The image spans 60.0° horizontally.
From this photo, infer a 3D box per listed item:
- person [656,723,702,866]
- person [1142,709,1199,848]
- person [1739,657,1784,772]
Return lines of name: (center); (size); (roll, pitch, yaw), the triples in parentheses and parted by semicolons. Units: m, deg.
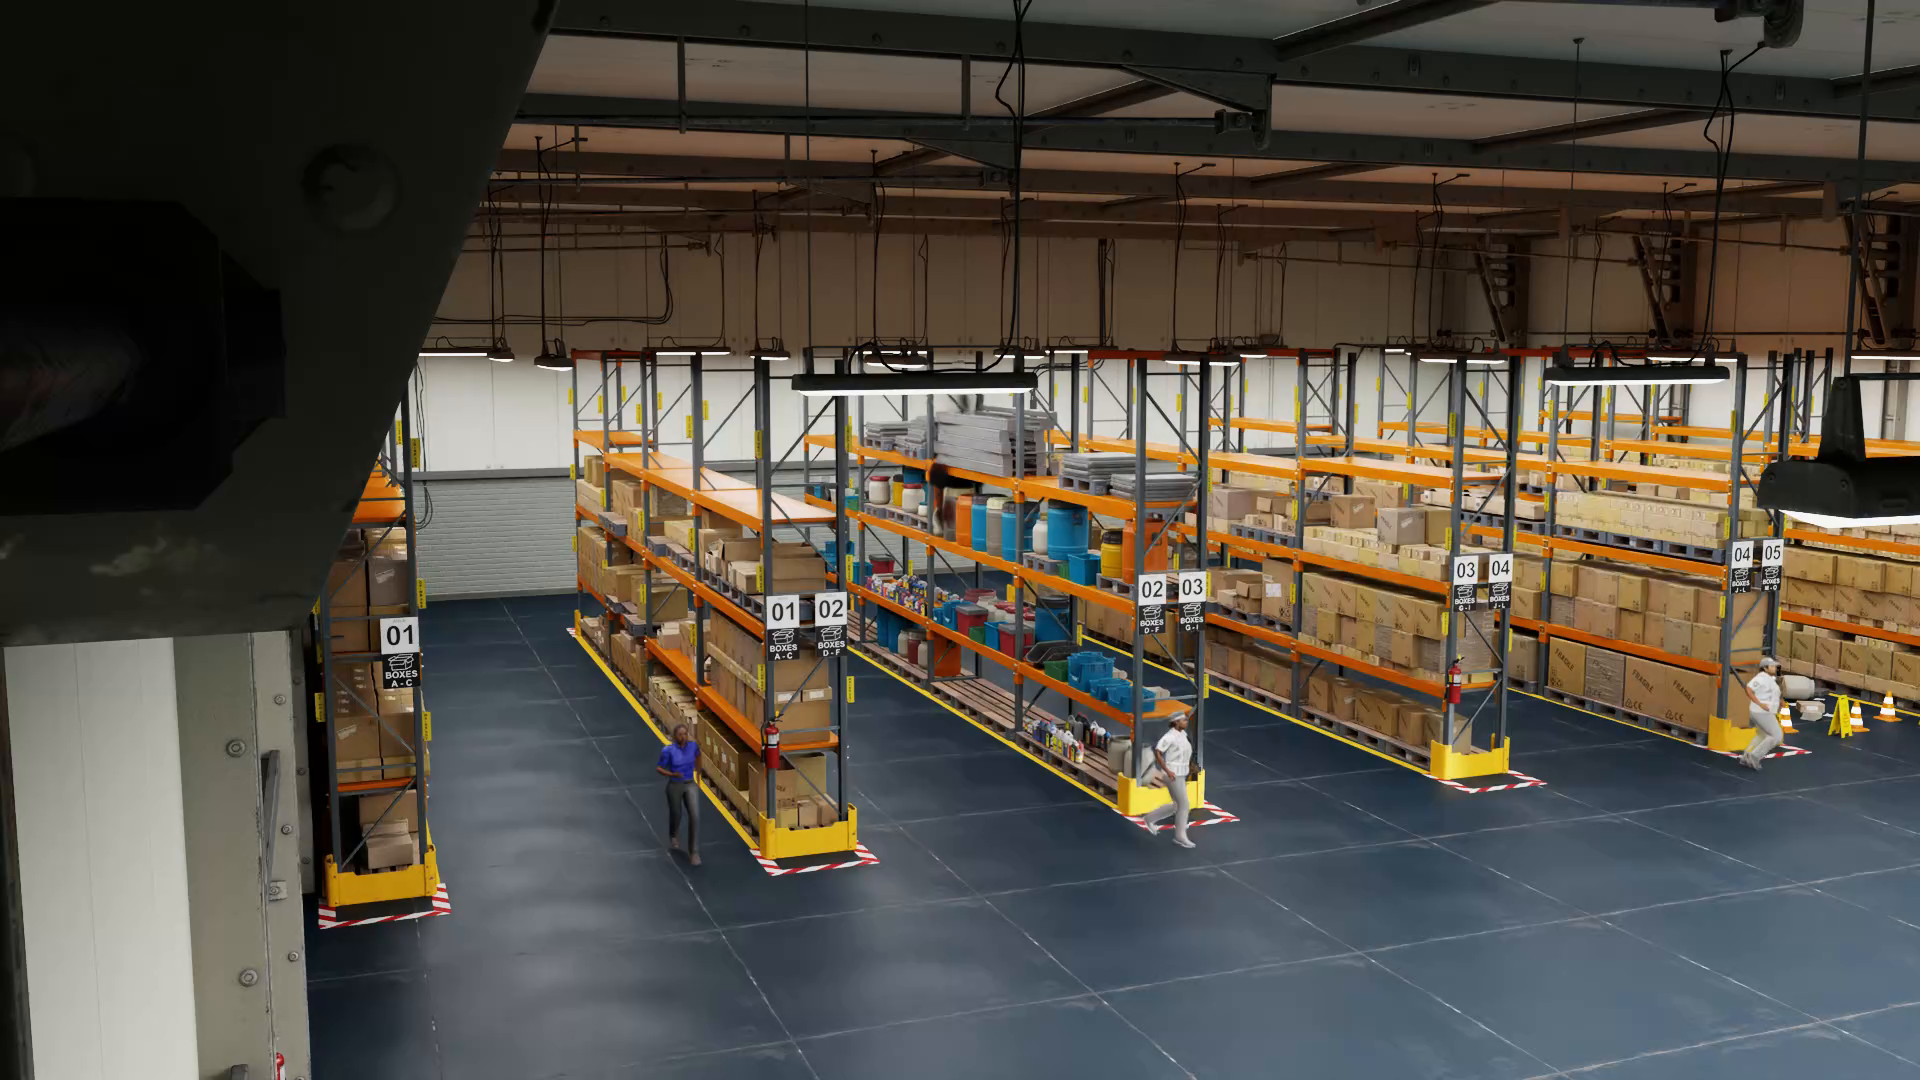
person: (-3.376, 3.032, 20.108); (0.603, 1.687, 0.875); (-3, 8, -22)
person: (2.676, 2.938, 20.771); (0.705, 1.670, 0.607); (4, 8, 28)
person: (11.699, 2.526, 24.153); (0.560, 1.651, 0.636); (5, 9, 37)
